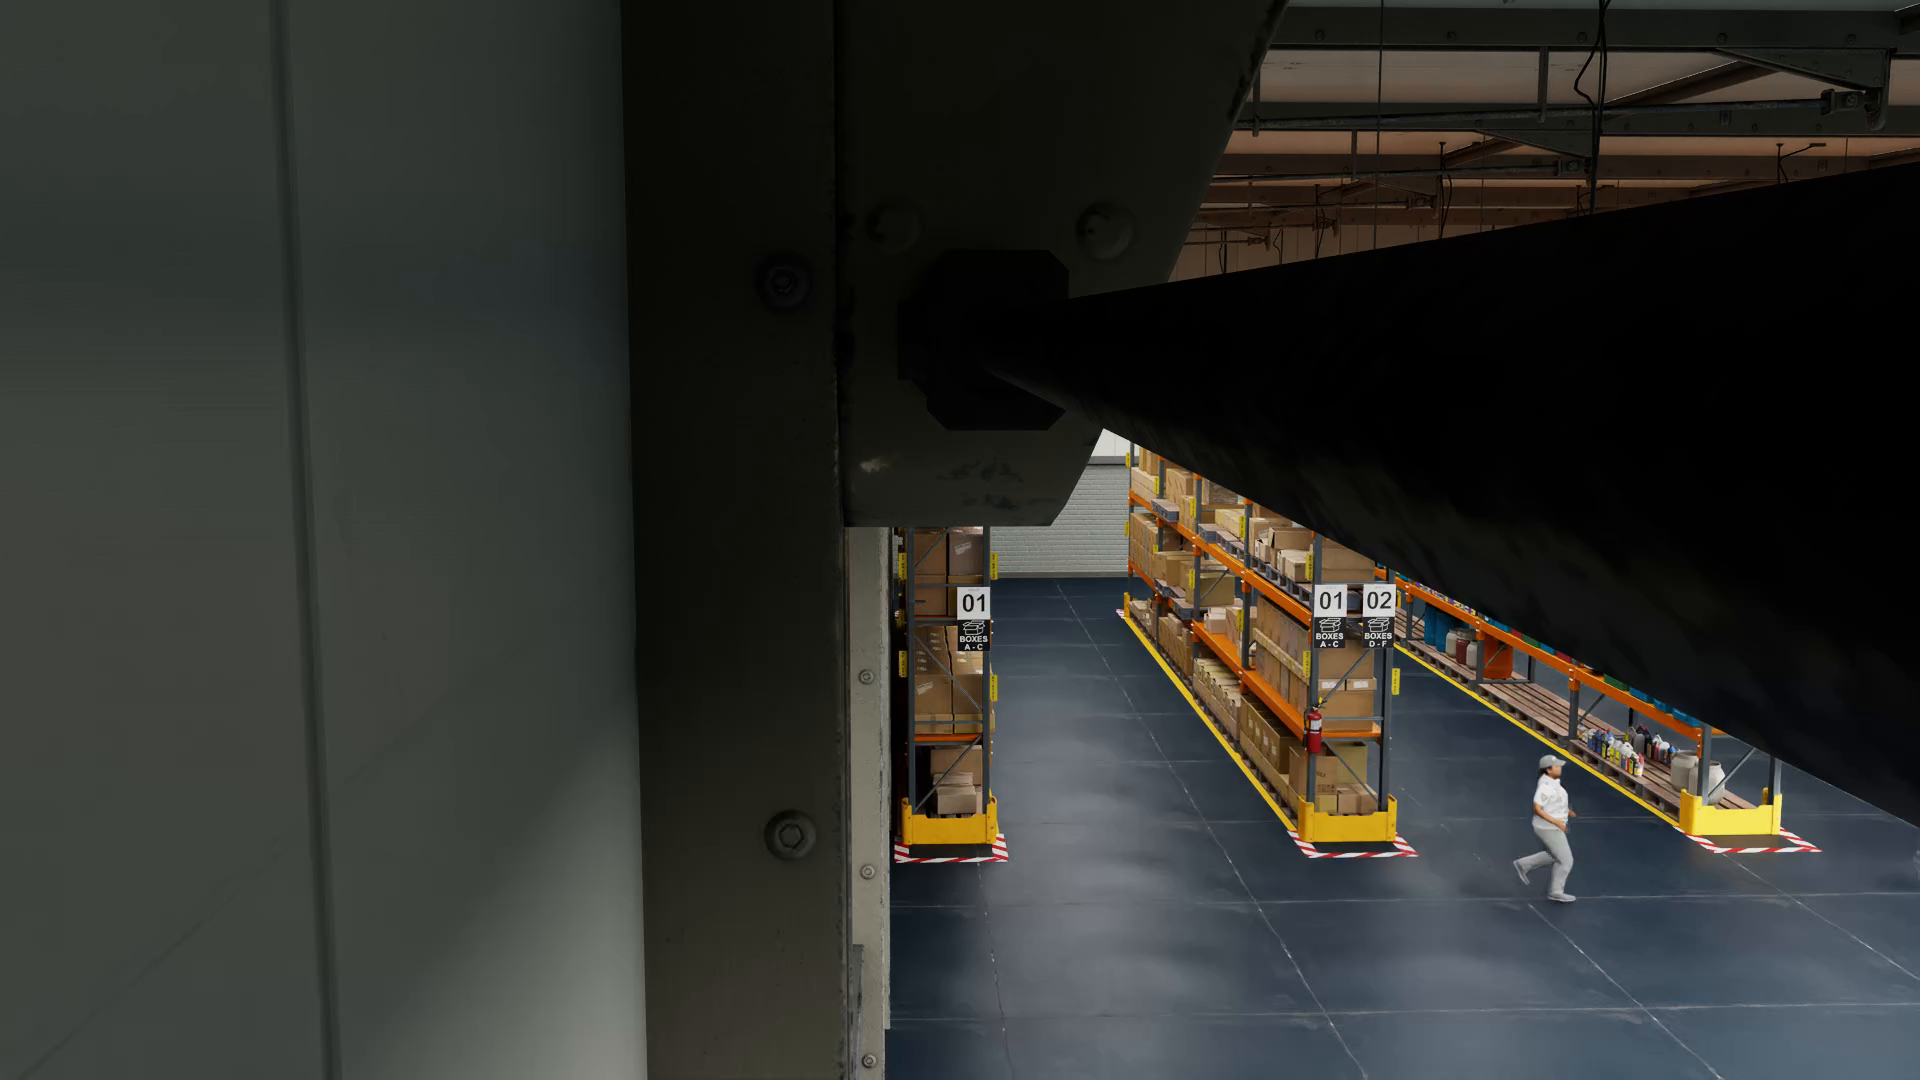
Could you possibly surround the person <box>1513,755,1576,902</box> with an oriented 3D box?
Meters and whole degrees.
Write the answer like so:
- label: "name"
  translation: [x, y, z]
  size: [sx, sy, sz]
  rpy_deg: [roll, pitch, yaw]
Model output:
- label: "person"
  translation: [6.503, 3.177, 18.428]
  size: [0.674, 1.620, 0.613]
  rpy_deg: [3, 8, 23]
